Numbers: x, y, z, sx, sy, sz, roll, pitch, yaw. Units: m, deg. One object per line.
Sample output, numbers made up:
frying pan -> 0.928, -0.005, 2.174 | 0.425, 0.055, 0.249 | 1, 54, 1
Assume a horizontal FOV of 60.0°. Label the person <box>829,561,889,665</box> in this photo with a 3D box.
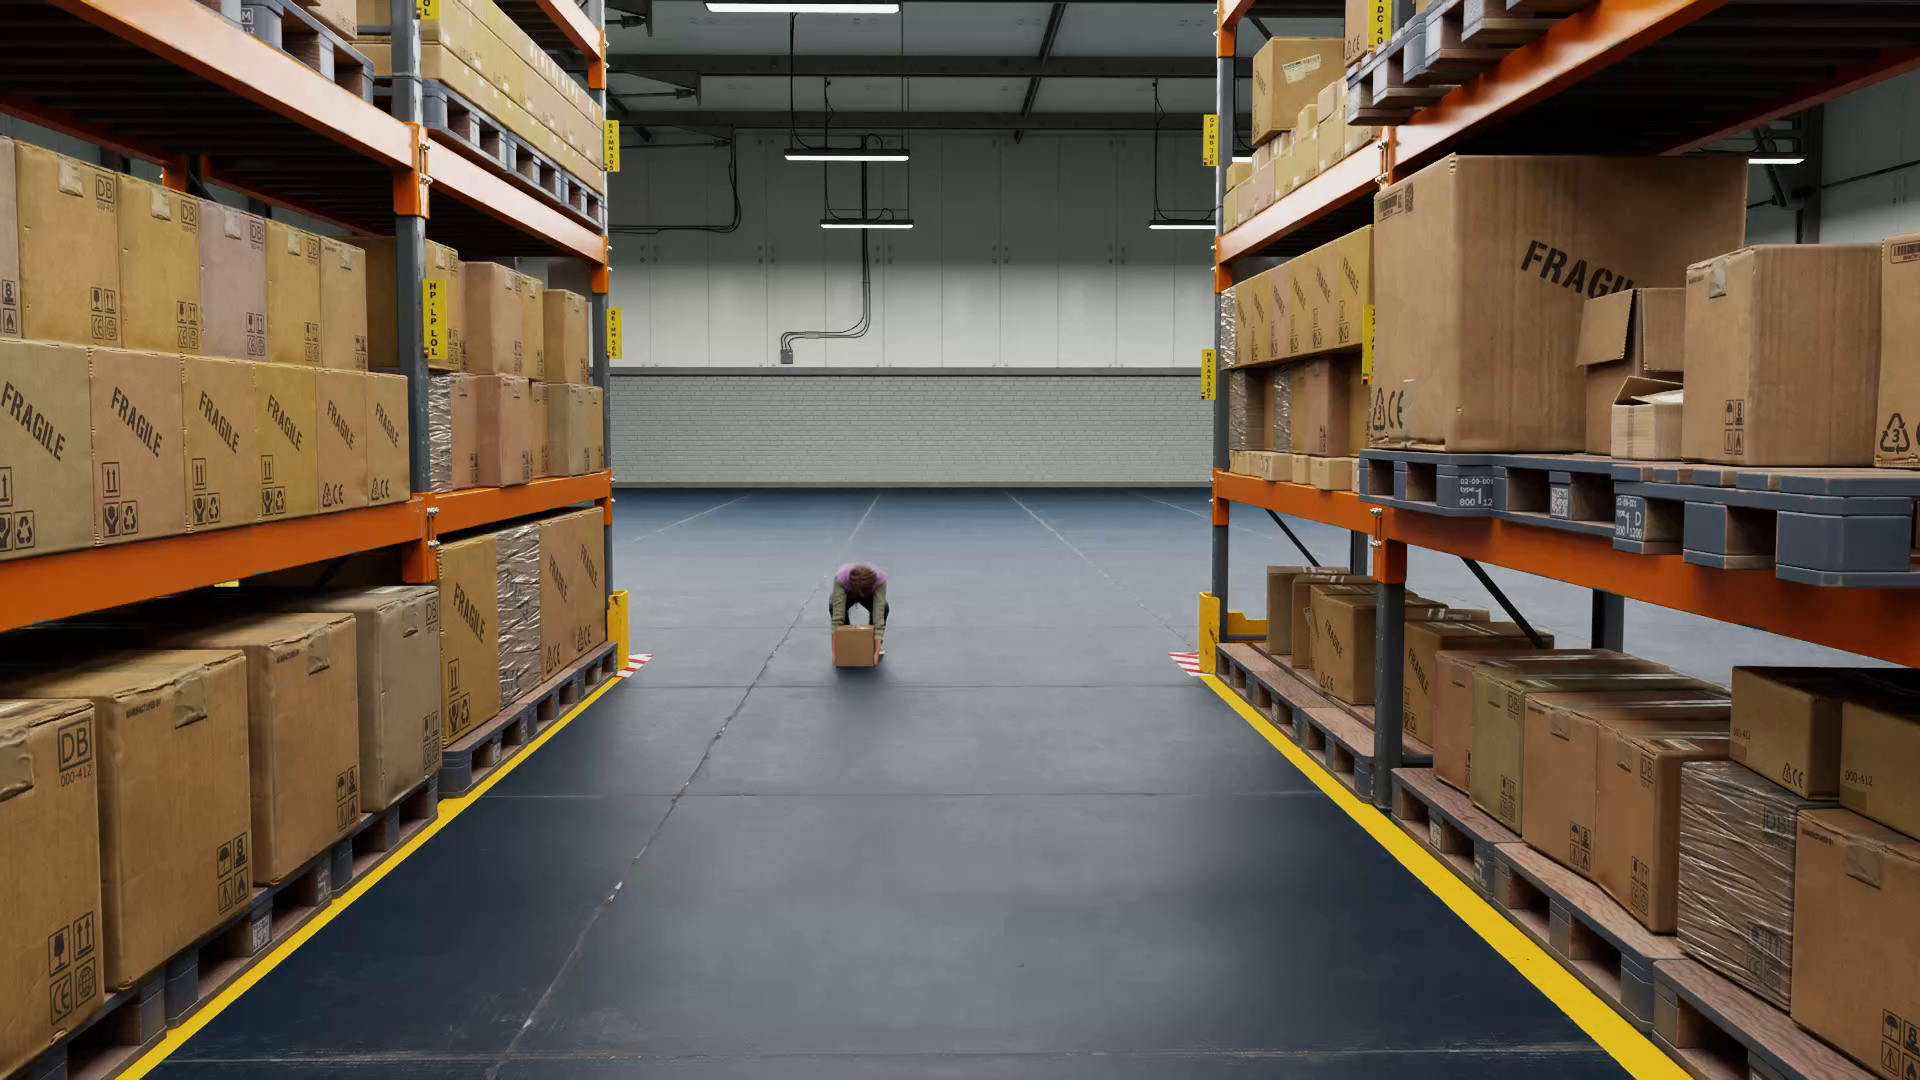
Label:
person -> -0.699, 0.485, 11.489 | 0.419, 0.701, 0.858 | 0, 4, -3
